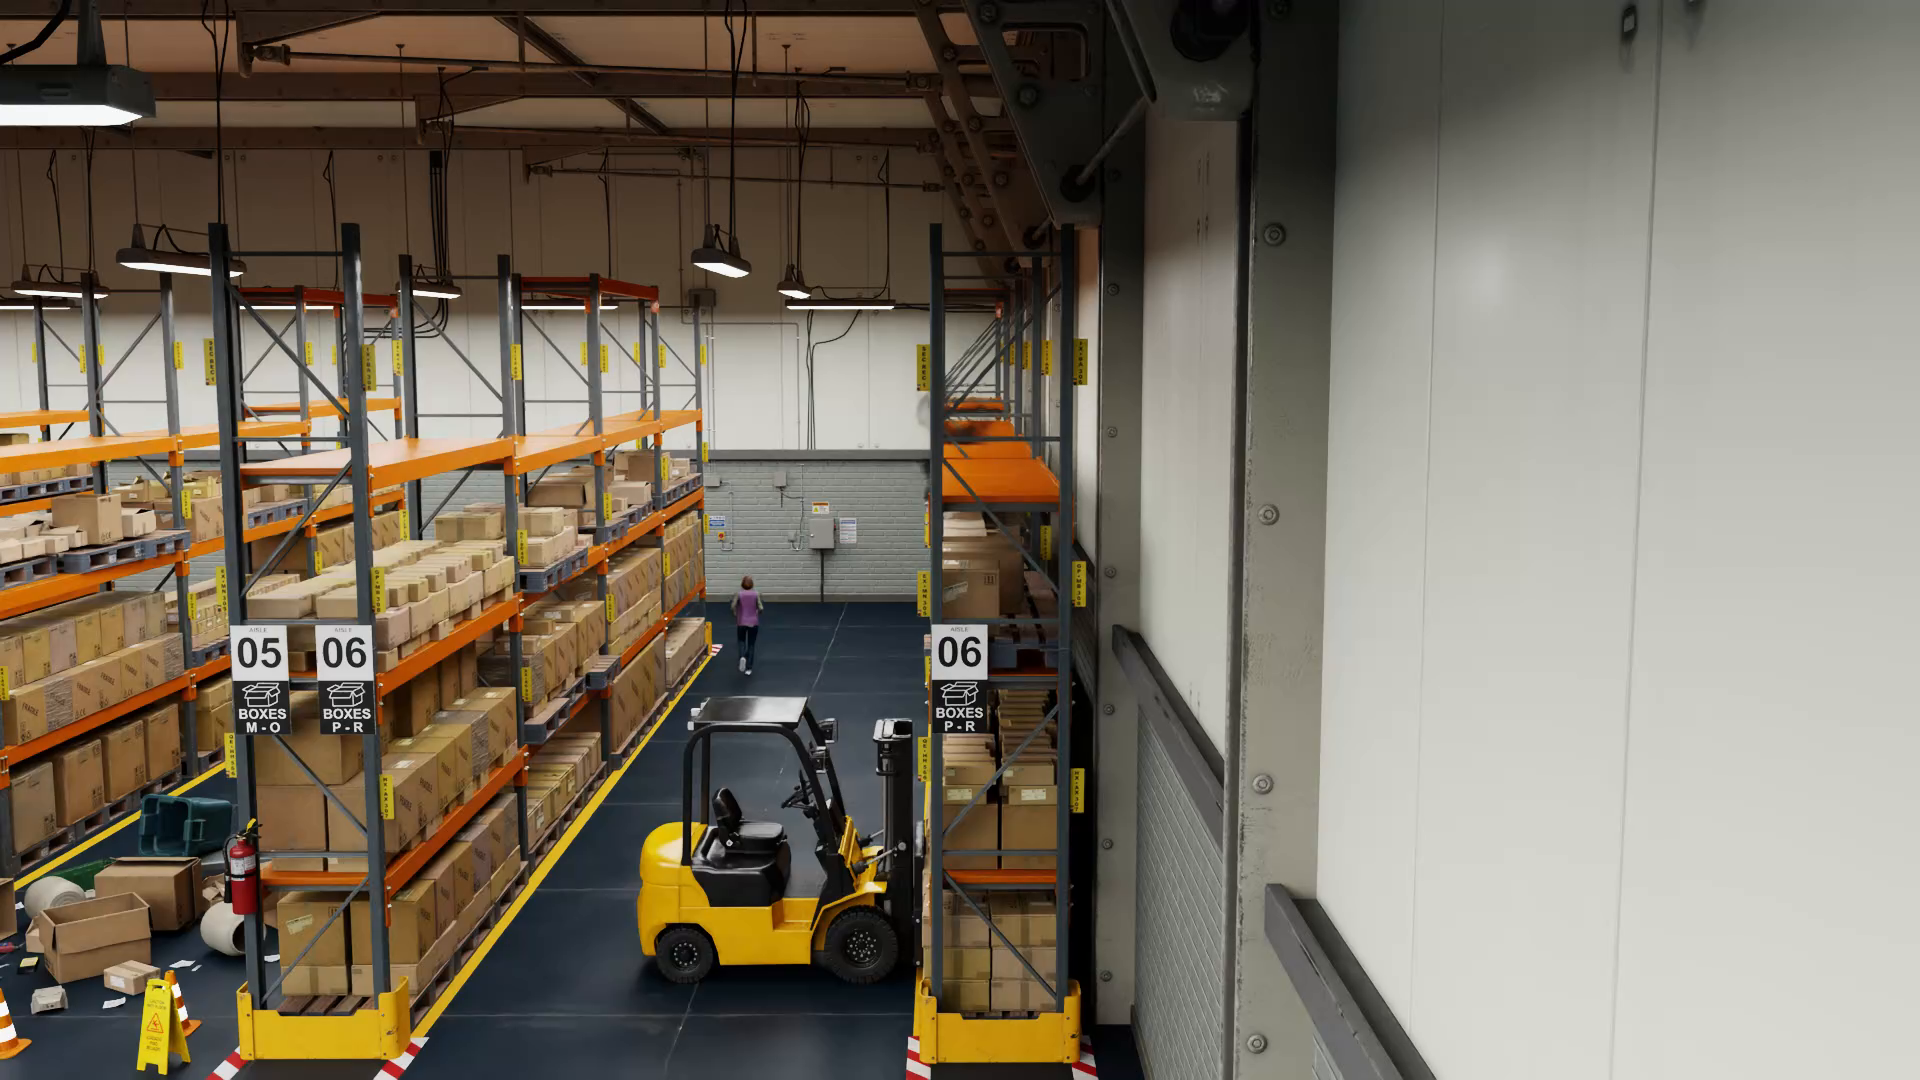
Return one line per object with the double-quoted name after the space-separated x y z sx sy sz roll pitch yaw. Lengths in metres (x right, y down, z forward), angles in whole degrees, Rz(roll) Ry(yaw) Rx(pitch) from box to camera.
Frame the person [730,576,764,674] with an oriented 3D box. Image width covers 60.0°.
-3.363 1.327 26.265 0.526 1.556 0.536 -1 7 -7 "person"
